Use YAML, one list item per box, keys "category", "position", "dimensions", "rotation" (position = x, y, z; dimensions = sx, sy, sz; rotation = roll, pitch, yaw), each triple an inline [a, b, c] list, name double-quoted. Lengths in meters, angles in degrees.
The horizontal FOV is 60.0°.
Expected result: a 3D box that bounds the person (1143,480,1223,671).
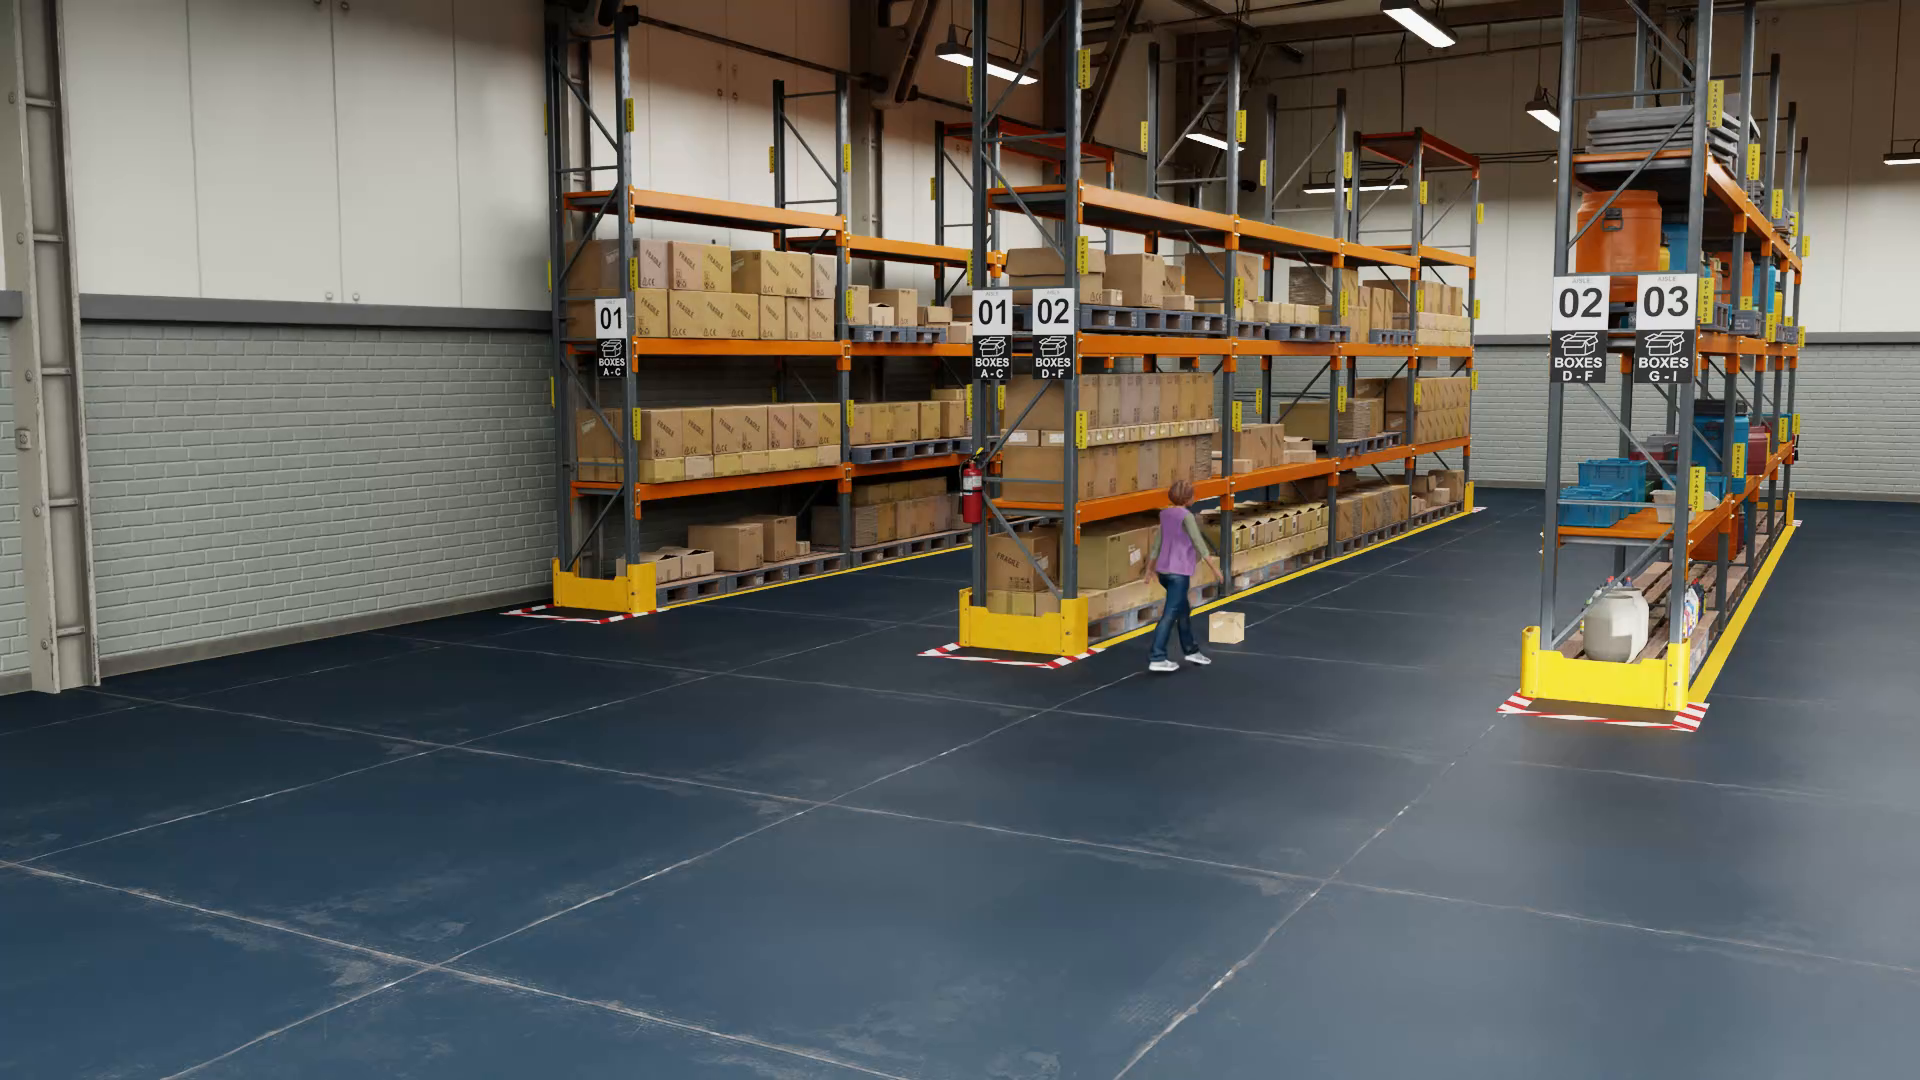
- category: "person"
  position: [1.835, 0.292, 13.826]
  dimensions: [0.790, 1.585, 0.561]
  rotation: [-3, 7, -29]
